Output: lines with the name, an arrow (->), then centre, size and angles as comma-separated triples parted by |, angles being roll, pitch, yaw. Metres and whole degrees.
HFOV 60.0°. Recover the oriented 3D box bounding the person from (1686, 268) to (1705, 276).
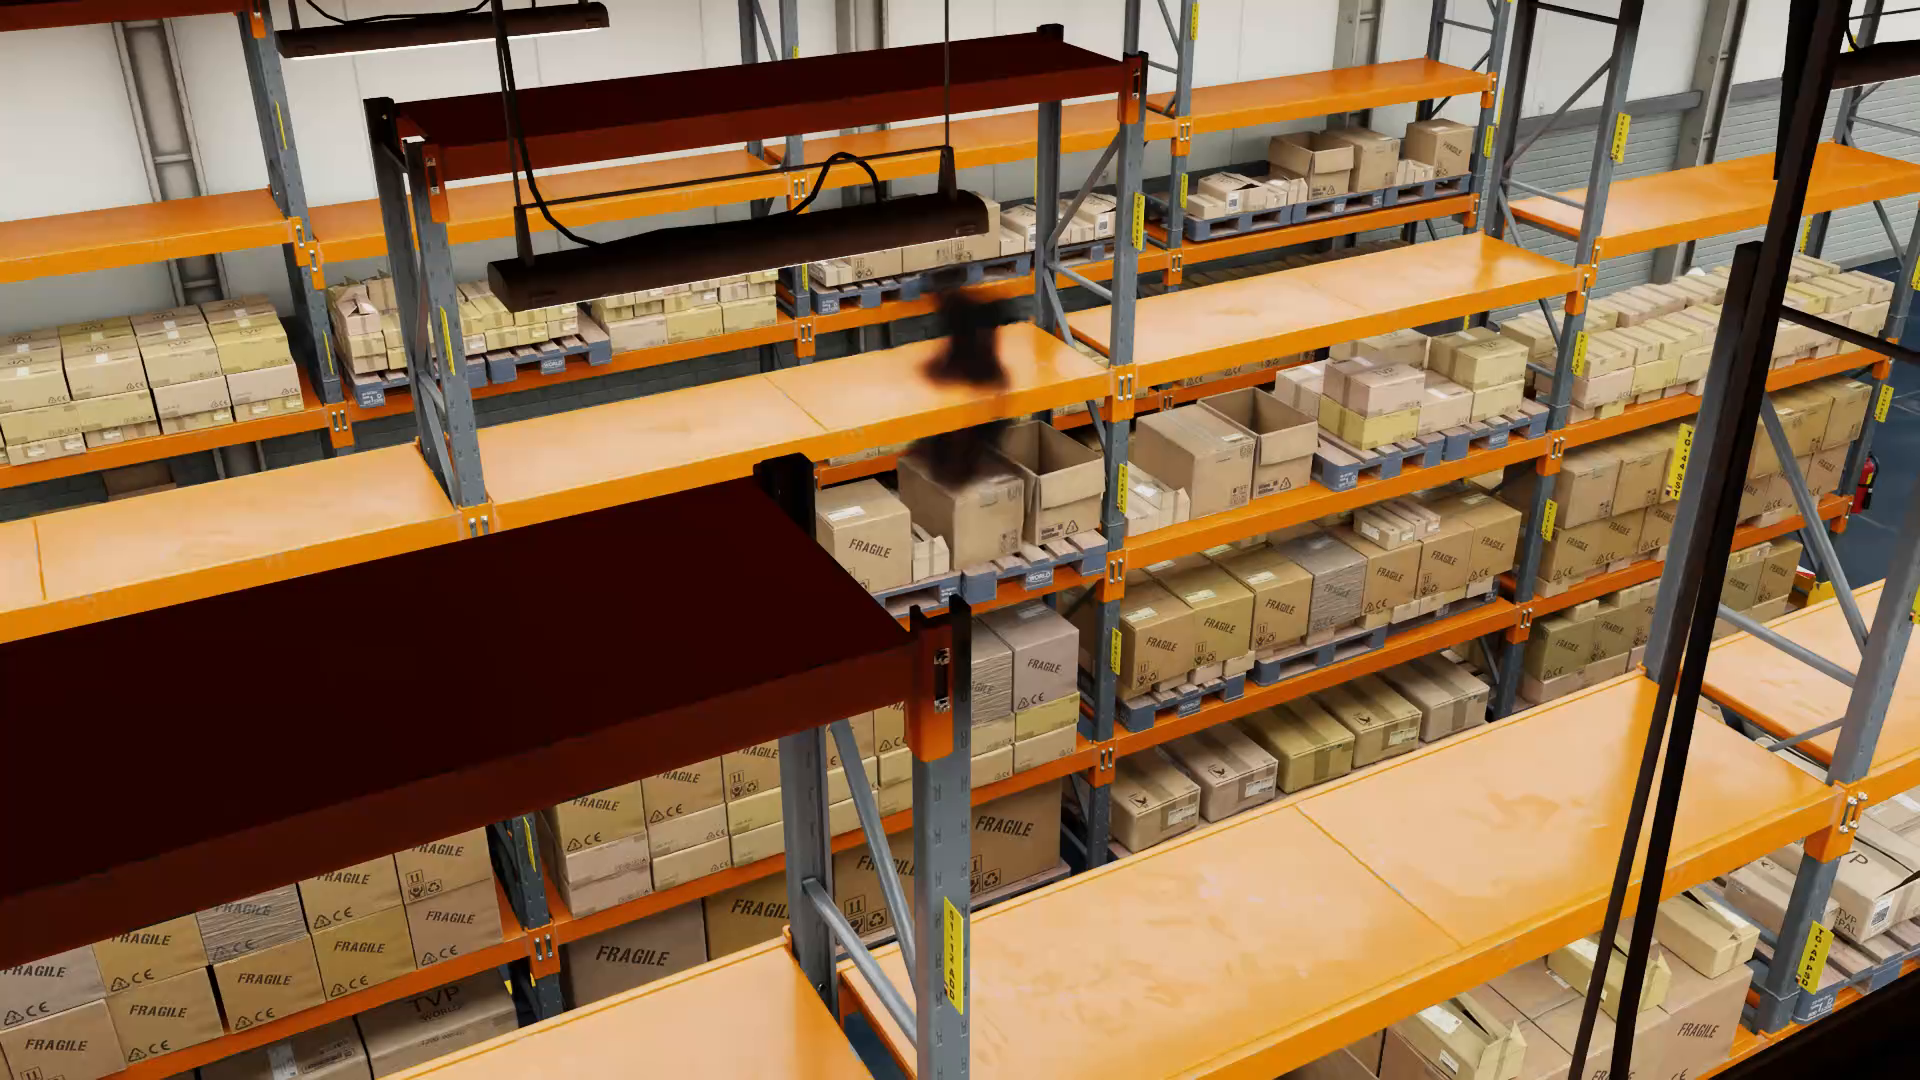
person -> 8.422, -2.375, 19.636 | 0.681, 1.678, 0.632 | -8, 29, -15
